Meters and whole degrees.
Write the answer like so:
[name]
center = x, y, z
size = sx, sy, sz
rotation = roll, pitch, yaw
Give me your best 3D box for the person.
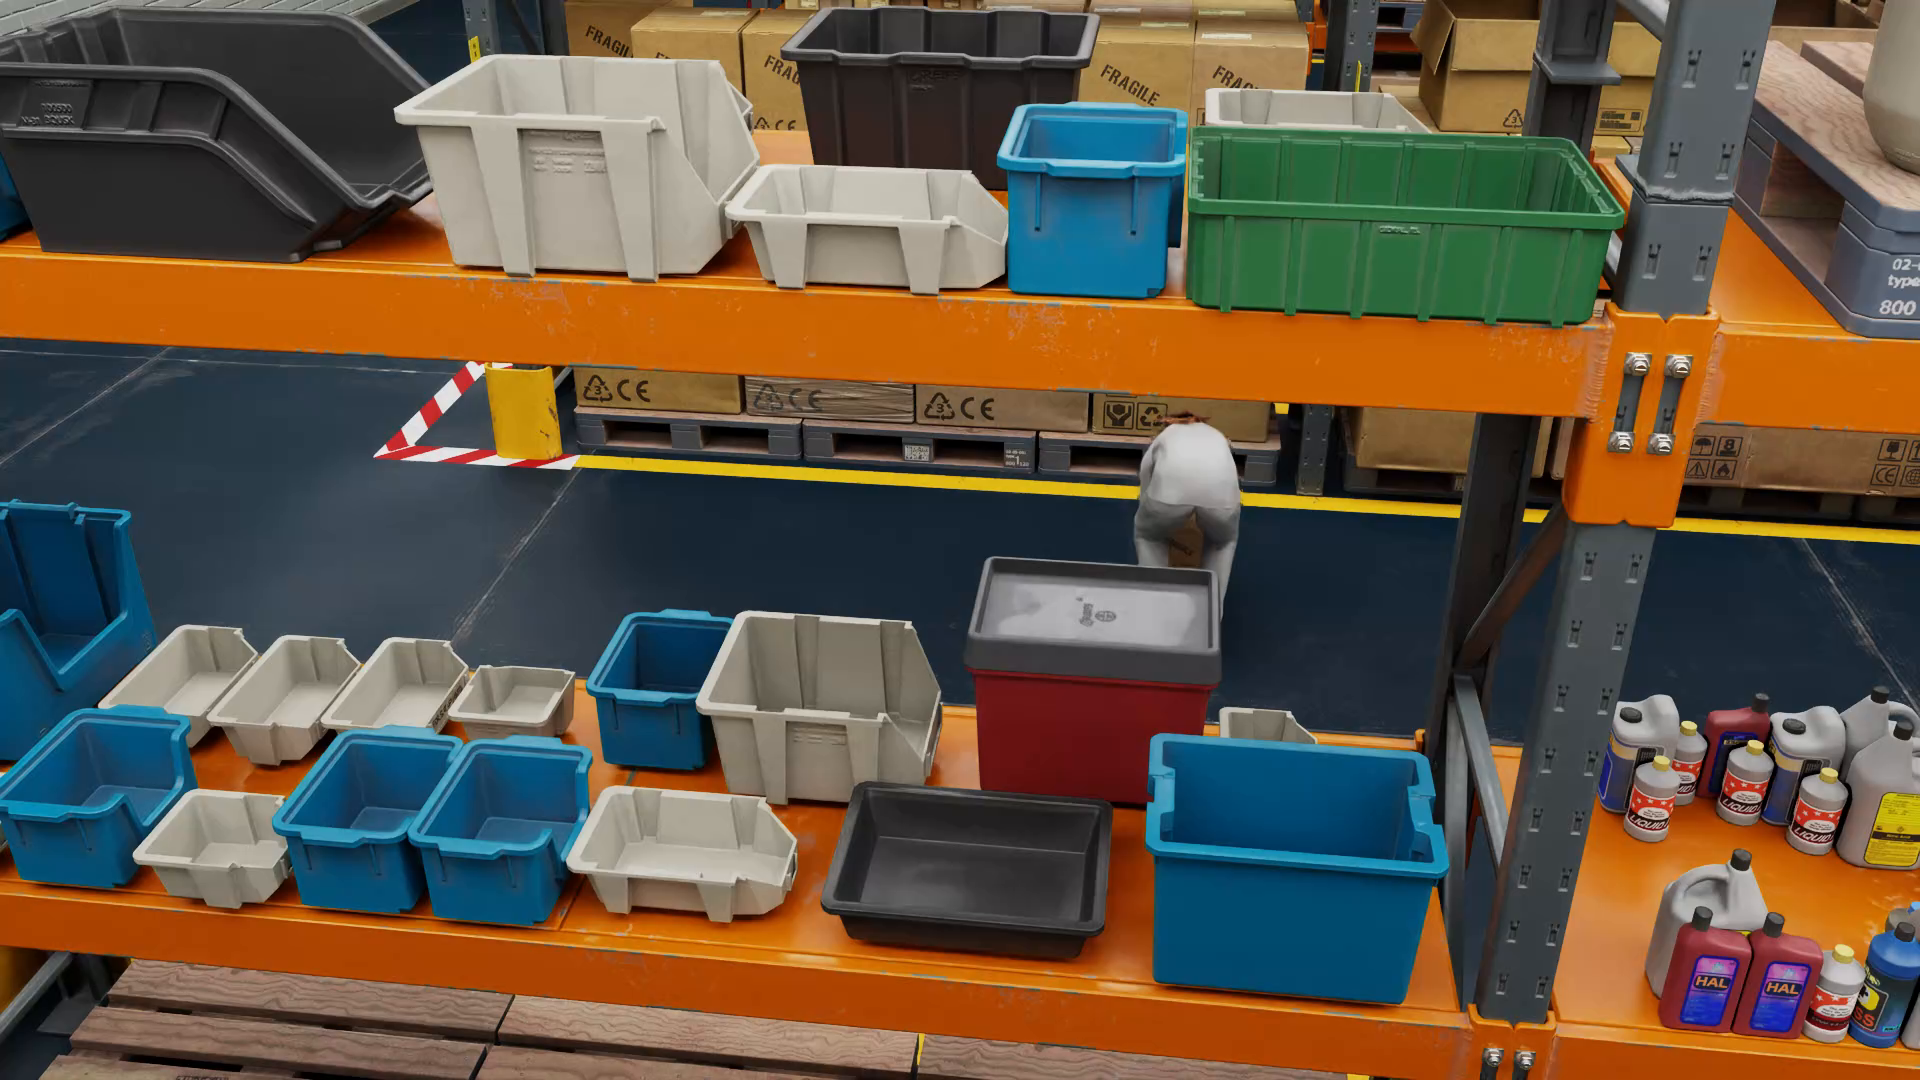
[person]
center = 0.949, -0.066, 6.988
size = 0.436, 0.968, 0.860
rotation = 2, 29, 4
